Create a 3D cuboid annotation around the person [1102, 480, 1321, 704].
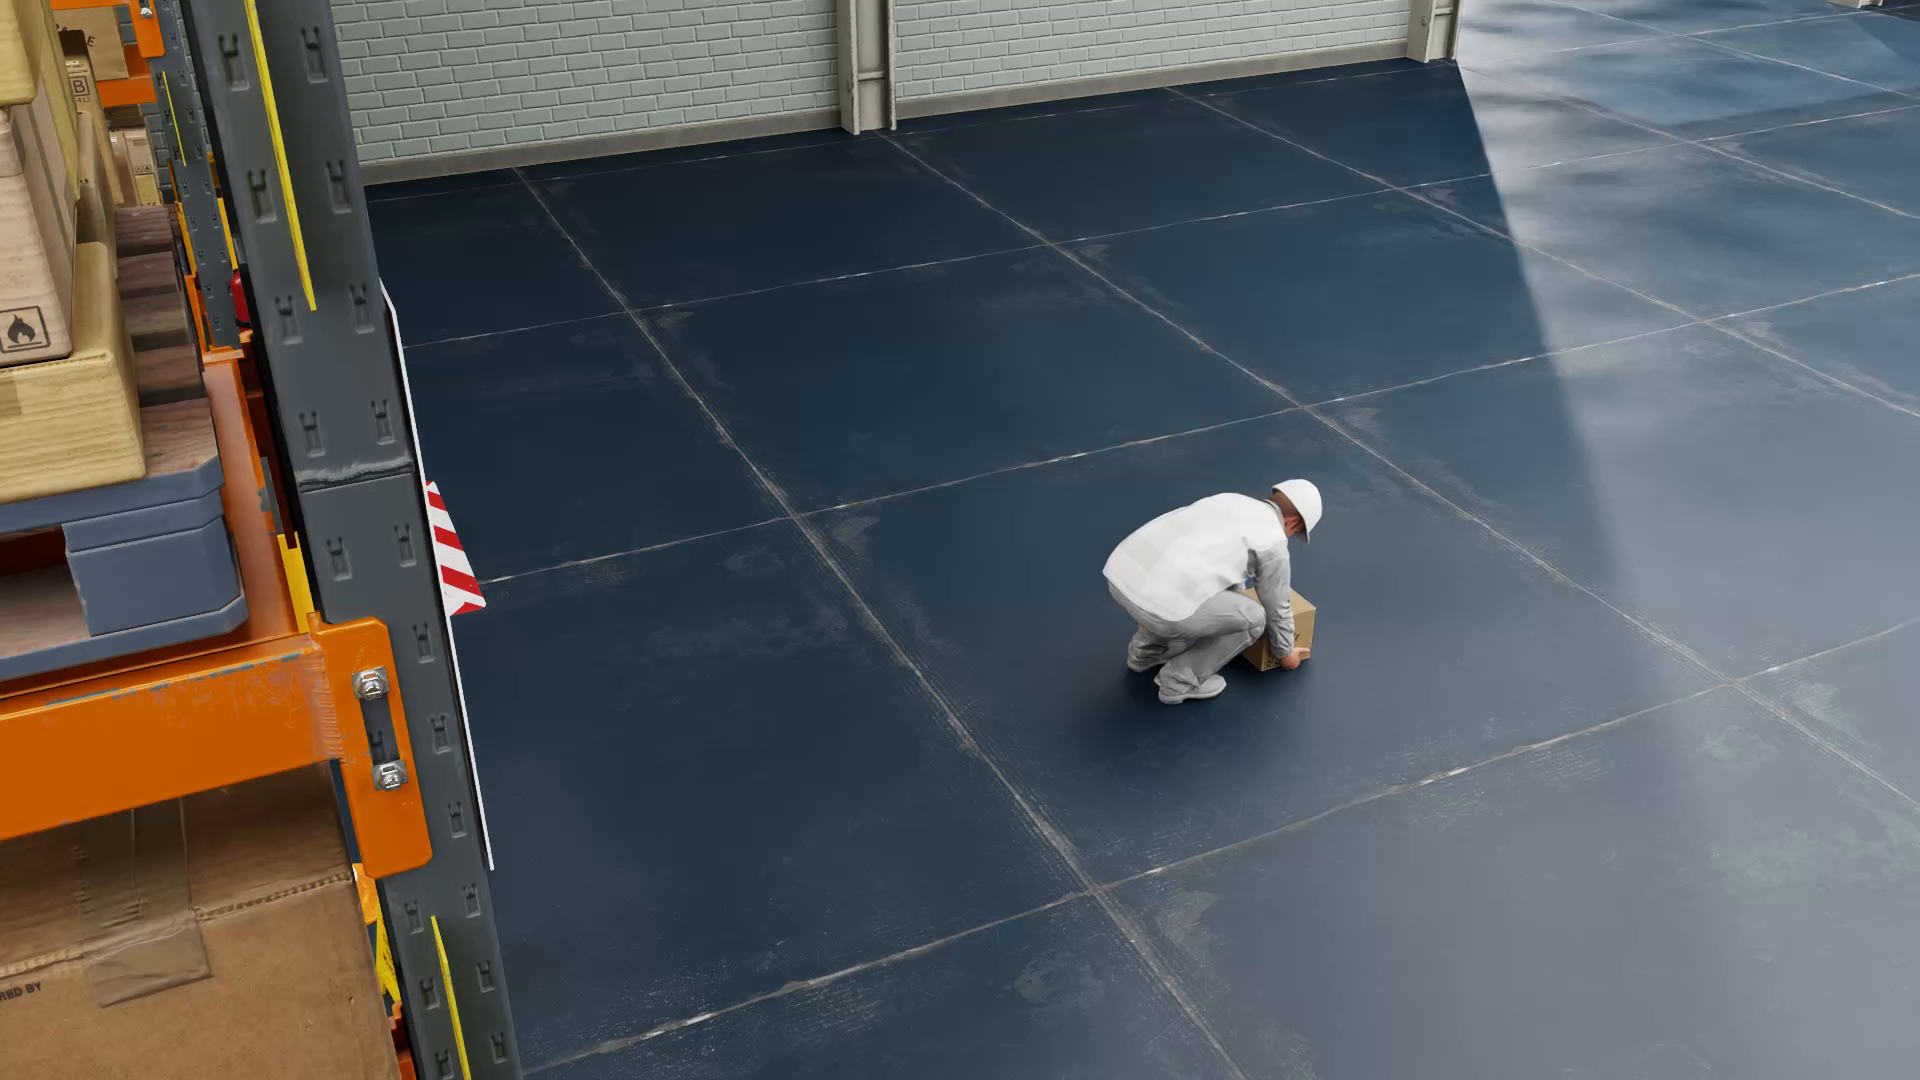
[{"bbox_3d":[1.053,0.202,6.792,0.986,0.790,0.508,-14,32,-23],"label":"person"}]
